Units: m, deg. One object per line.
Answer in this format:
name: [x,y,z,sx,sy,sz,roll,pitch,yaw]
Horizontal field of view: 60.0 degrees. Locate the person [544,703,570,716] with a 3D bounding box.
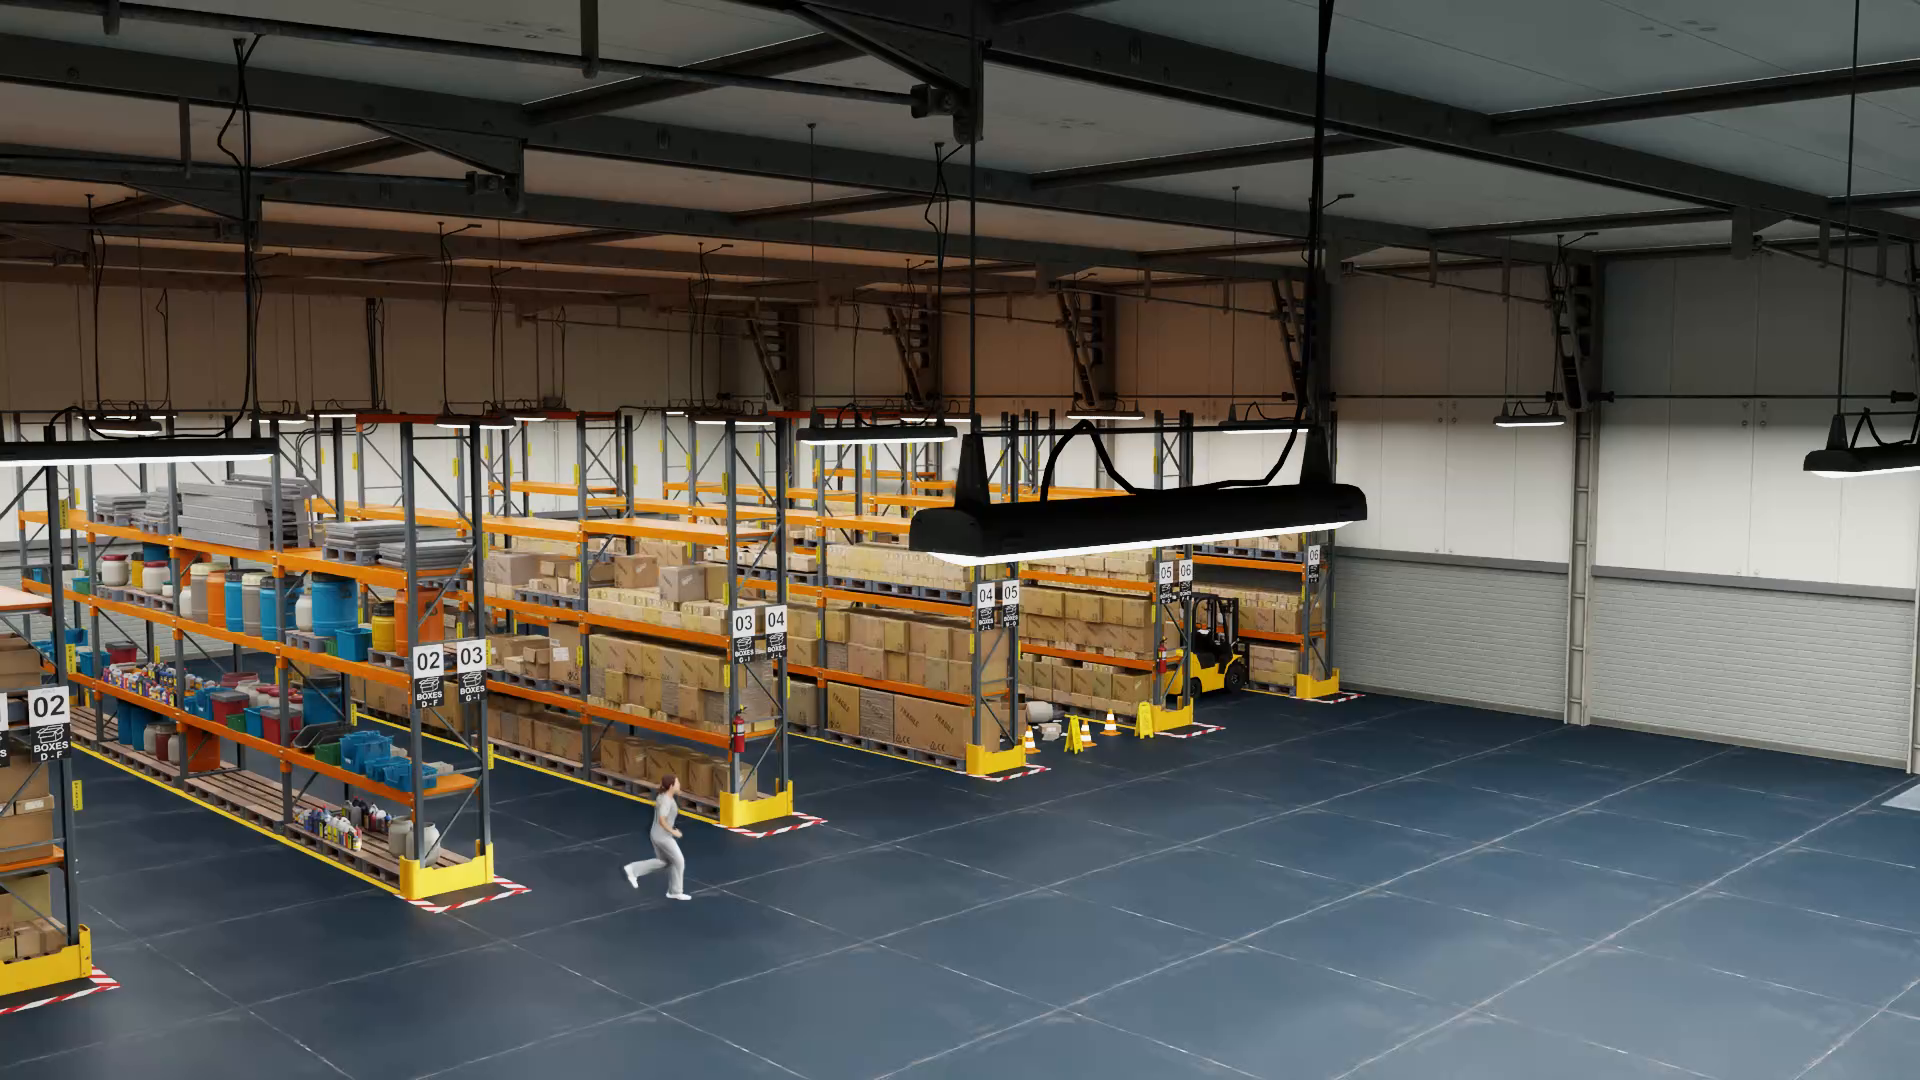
person: [-7.839,2.721,32.216,1.057,1.744,0.752,4,7,42]

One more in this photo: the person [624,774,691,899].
person: [-3.778,3.739,20.772,0.823,1.649,0.574,-2,5,-20]
